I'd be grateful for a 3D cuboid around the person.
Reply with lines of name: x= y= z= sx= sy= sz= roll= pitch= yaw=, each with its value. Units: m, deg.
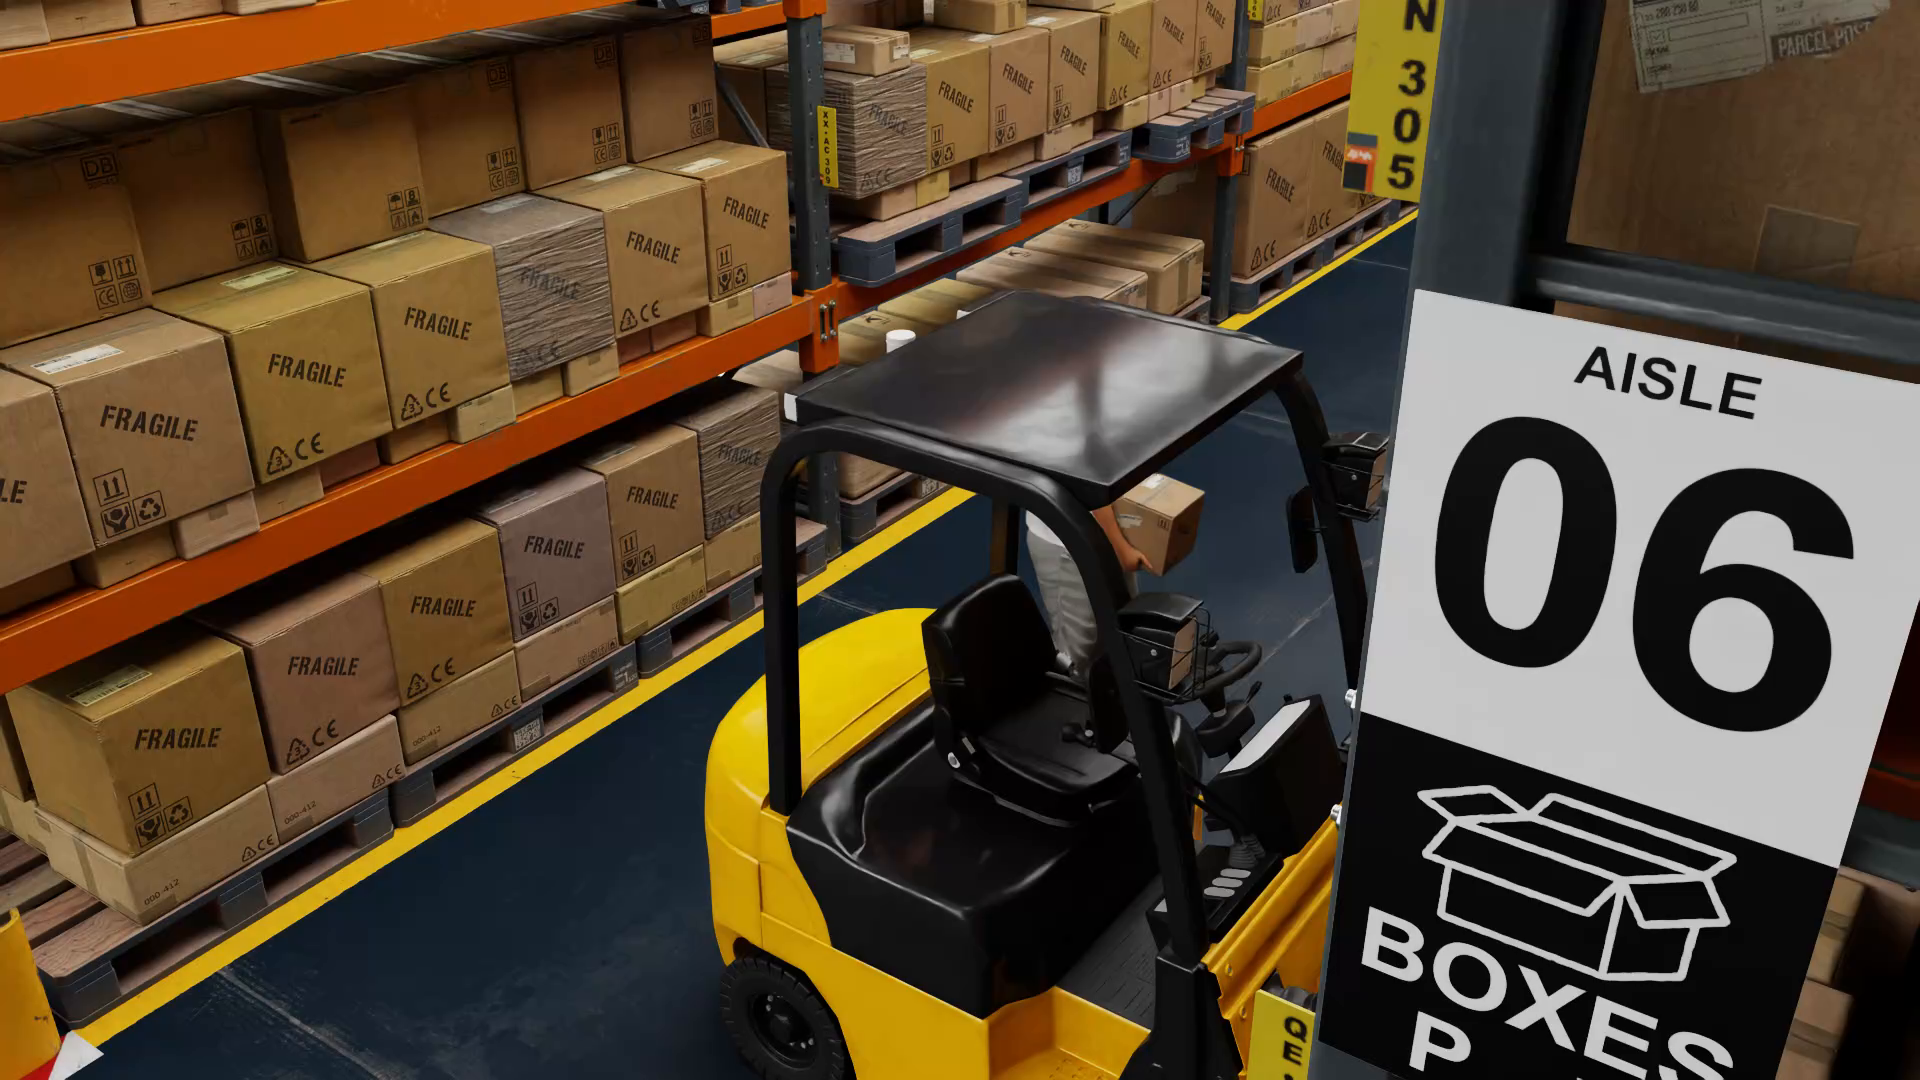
person: x=0.529 y=0.003 z=6.121 sx=0.535 sy=1.657 sz=0.455 roll=18 pitch=32 yaw=31
